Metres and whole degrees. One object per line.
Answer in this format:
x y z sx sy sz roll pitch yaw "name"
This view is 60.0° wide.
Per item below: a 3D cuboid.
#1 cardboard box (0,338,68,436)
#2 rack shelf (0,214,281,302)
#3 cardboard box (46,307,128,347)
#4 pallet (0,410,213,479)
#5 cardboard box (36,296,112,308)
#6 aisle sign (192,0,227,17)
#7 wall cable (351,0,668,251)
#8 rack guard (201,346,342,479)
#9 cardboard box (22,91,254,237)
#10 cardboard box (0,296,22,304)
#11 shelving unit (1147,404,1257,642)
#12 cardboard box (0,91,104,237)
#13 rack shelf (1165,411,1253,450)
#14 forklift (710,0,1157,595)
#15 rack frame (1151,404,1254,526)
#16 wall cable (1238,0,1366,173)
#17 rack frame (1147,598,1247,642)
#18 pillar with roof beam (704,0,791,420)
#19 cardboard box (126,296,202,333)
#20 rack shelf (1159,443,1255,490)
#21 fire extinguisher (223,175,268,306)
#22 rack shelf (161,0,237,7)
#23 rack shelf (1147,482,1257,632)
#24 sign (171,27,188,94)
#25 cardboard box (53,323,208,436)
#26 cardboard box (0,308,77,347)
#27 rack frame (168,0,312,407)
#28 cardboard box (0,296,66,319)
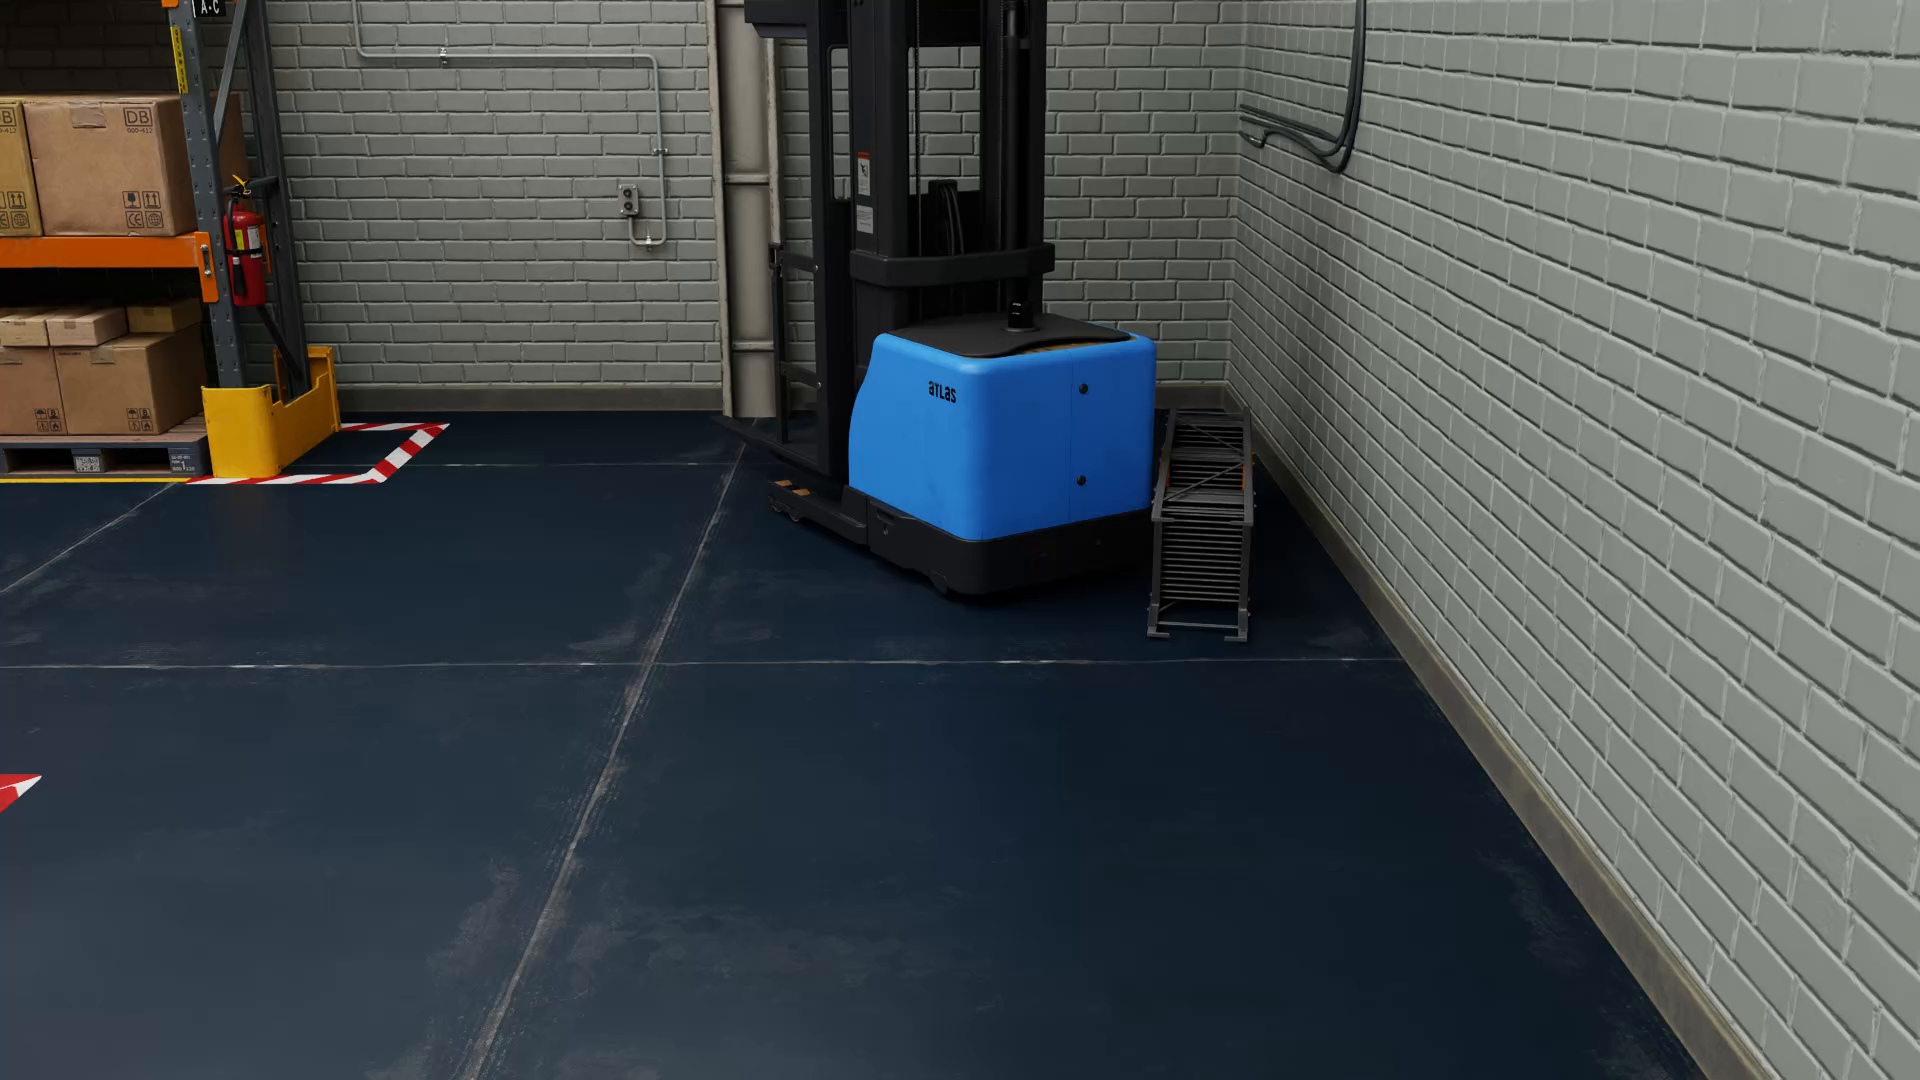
-5.165 -0.917 9.399 0.500 0.500 0.700 0 18 -1 "cardboard box"
-5.966 -1.591 9.275 4.000 0.370 1.077 0 18 -1 "rack shelf"
-4.790 -1.172 9.132 0.250 0.149 0.380 0 18 -2 "cardboard box"
-4.764 -0.588 9.534 1.213 0.211 1.003 0 18 -1 "pallet"
-5.049 -1.287 9.492 0.250 0.149 0.380 0 18 -1 "cardboard box"
-3.889 -3.090 8.513 0.004 0.787 0.394 0 18 -1 "aisle sign"
-2.701 -2.722 9.960 1.851 1.984 0.084 0 18 -1 "wall cable"
-3.942 -0.753 9.577 0.348 0.500 1.175 0 18 -1 "rack guard"
-4.476 -2.081 9.132 0.700 0.700 0.980 1 18 2 "cardboard box"
-5.554 -1.284 9.484 0.250 0.149 0.380 0 18 0 "cardboard box"
1.125 -0.147 7.649 0.431 0.503 2.100 3 17 9 "shelving unit"
-5.203 -2.074 9.110 0.700 0.700 0.980 0 18 -1 "cardboard box"
1.233 -0.348 8.296 0.431 0.480 0.518 3 17 9 "rack shelf"
-0.336 -1.556 8.099 1.130 2.935 3.031 -11 21 -31 "forklift"
1.125 -0.380 7.576 0.400 0.015 2.100 3 17 9 "rack frame"
1.695 -3.240 8.498 0.112 2.526 3.097 0 18 -1 "wall cable"
1.124 0.086 7.721 0.400 0.015 2.100 3 17 9 "rack frame"
-1.212 -3.762 5.044 0.400 9.000 9.100 0 18 -1 "pillar with roof beam"
-4.542 -1.290 9.500 0.250 0.149 0.380 0 18 0 "cardboard box"
1.122 -0.143 7.636 0.431 0.480 0.518 3 17 9 "rack shelf"
-3.808 -1.589 8.827 0.183 0.674 0.296 0 18 -1 "fire extinguisher"
-5.966 -3.019 8.817 4.000 0.370 1.077 0 18 -1 "rack shelf"
1.012 0.063 6.976 0.431 0.480 0.518 3 17 9 "rack shelf"
-3.971 -2.442 8.465 0.005 0.325 0.100 0 18 -1 "sign"
-4.664 -0.919 9.407 0.500 0.500 0.700 0 18 -1 "cardboard box"
-5.045 -1.170 9.128 0.250 0.149 0.380 0 18 1 "cardboard box"
-3.966 -1.943 9.195 0.127 3.000 1.000 0 18 -1 "rack frame"
-5.299 -1.286 9.488 0.250 0.149 0.380 0 18 0 "cardboard box"
